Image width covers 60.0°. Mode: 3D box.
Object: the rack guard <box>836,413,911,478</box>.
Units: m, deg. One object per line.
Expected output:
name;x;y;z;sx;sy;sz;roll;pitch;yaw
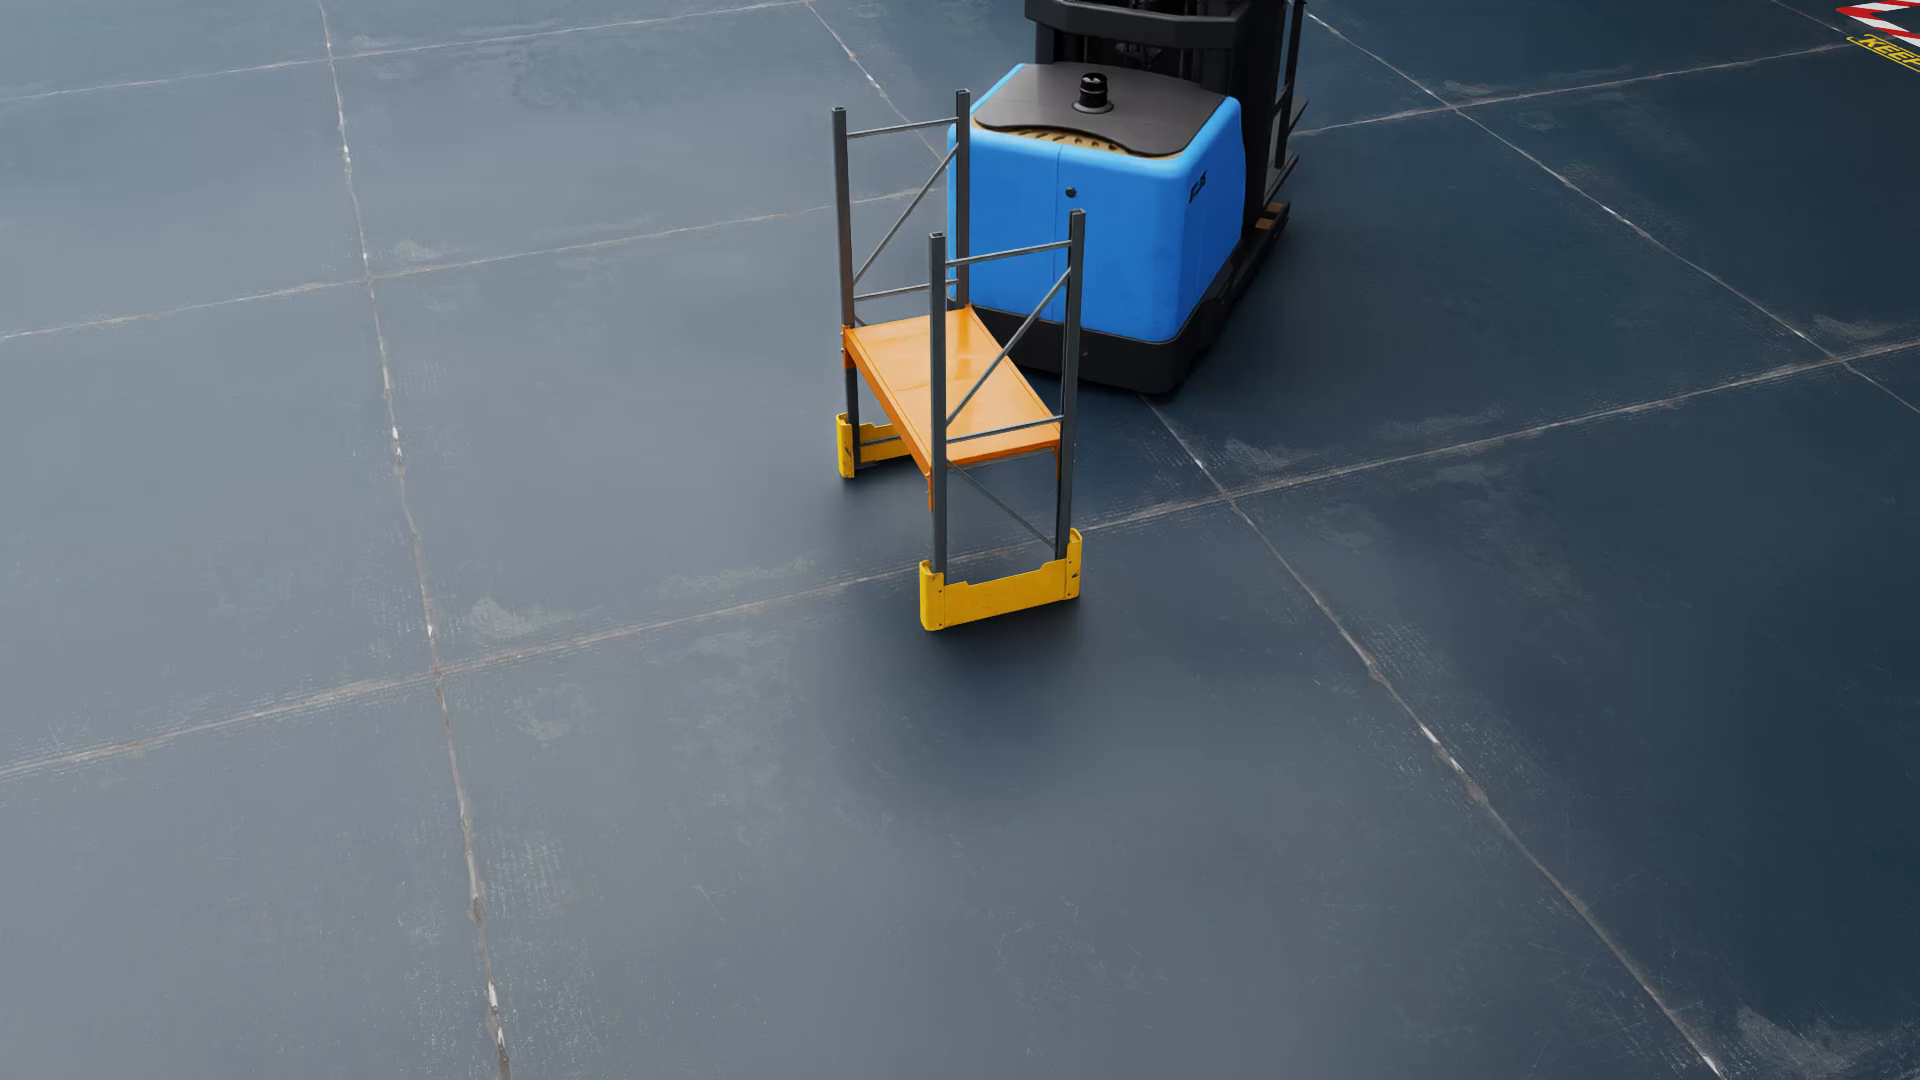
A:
rack guard;-0.198;-0.424;6.605;0.587;0.250;0.087;-12;39;-16

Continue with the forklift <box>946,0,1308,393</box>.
forklift;0.987;-2.665;7.352;1.130;2.935;3.031;15;39;19

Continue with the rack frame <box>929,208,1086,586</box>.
rack frame;0.146;-0.360;5.481;0.500;1.500;0.032;-12;39;-16

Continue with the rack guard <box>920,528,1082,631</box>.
rack guard;0.145;0.138;5.858;0.587;0.250;0.087;-12;39;-16

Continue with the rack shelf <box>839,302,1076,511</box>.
rack shelf;-0.029;-0.504;5.971;0.538;0.185;1.000;-12;39;-16

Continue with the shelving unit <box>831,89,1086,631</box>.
shelving unit;-0.026;-0.642;5.856;0.587;1.500;1.083;-12;39;-16

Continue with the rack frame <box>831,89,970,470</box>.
rack frame;-0.204;-0.934;6.244;0.500;1.500;0.032;-12;39;-16
